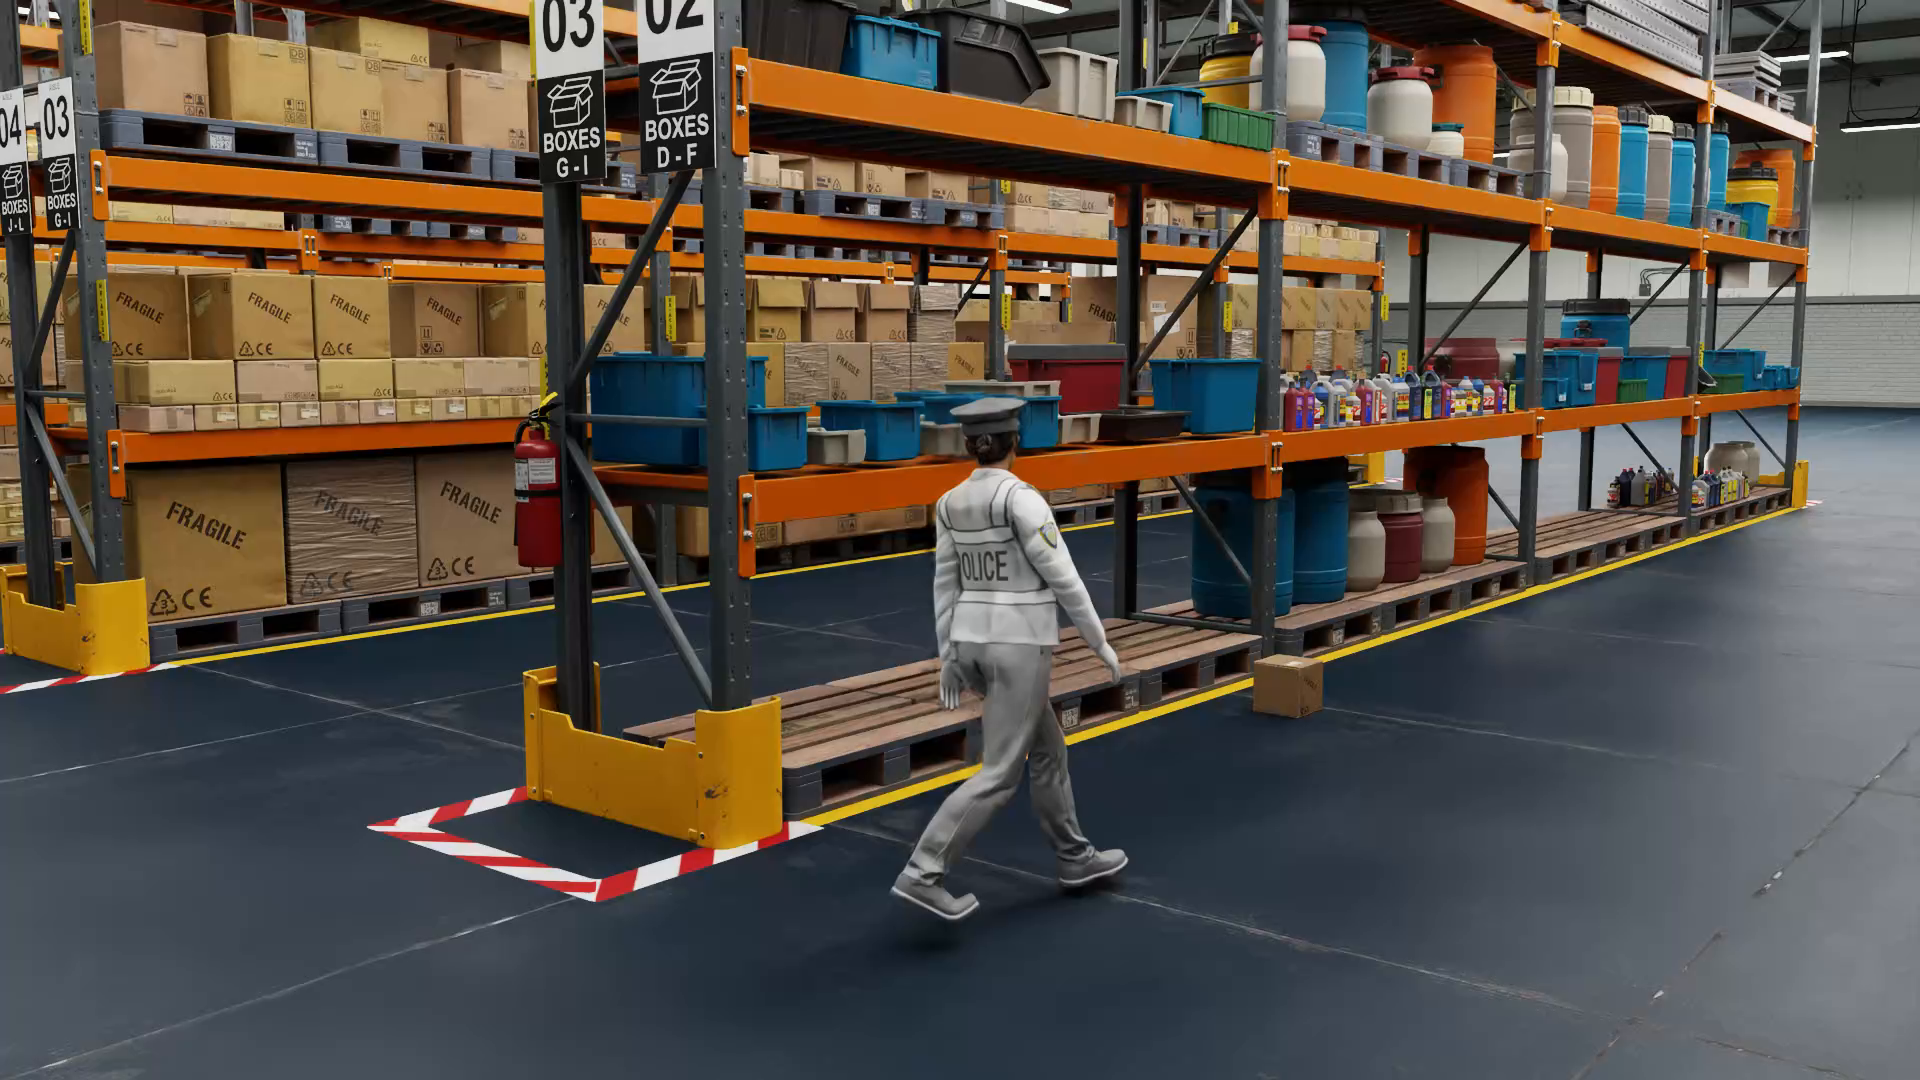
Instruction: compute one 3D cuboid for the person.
[{"bbox_3d":[0.161,0.353,5.263,0.967,1.605,0.515,-5,8,-34],"label":"person"}]
